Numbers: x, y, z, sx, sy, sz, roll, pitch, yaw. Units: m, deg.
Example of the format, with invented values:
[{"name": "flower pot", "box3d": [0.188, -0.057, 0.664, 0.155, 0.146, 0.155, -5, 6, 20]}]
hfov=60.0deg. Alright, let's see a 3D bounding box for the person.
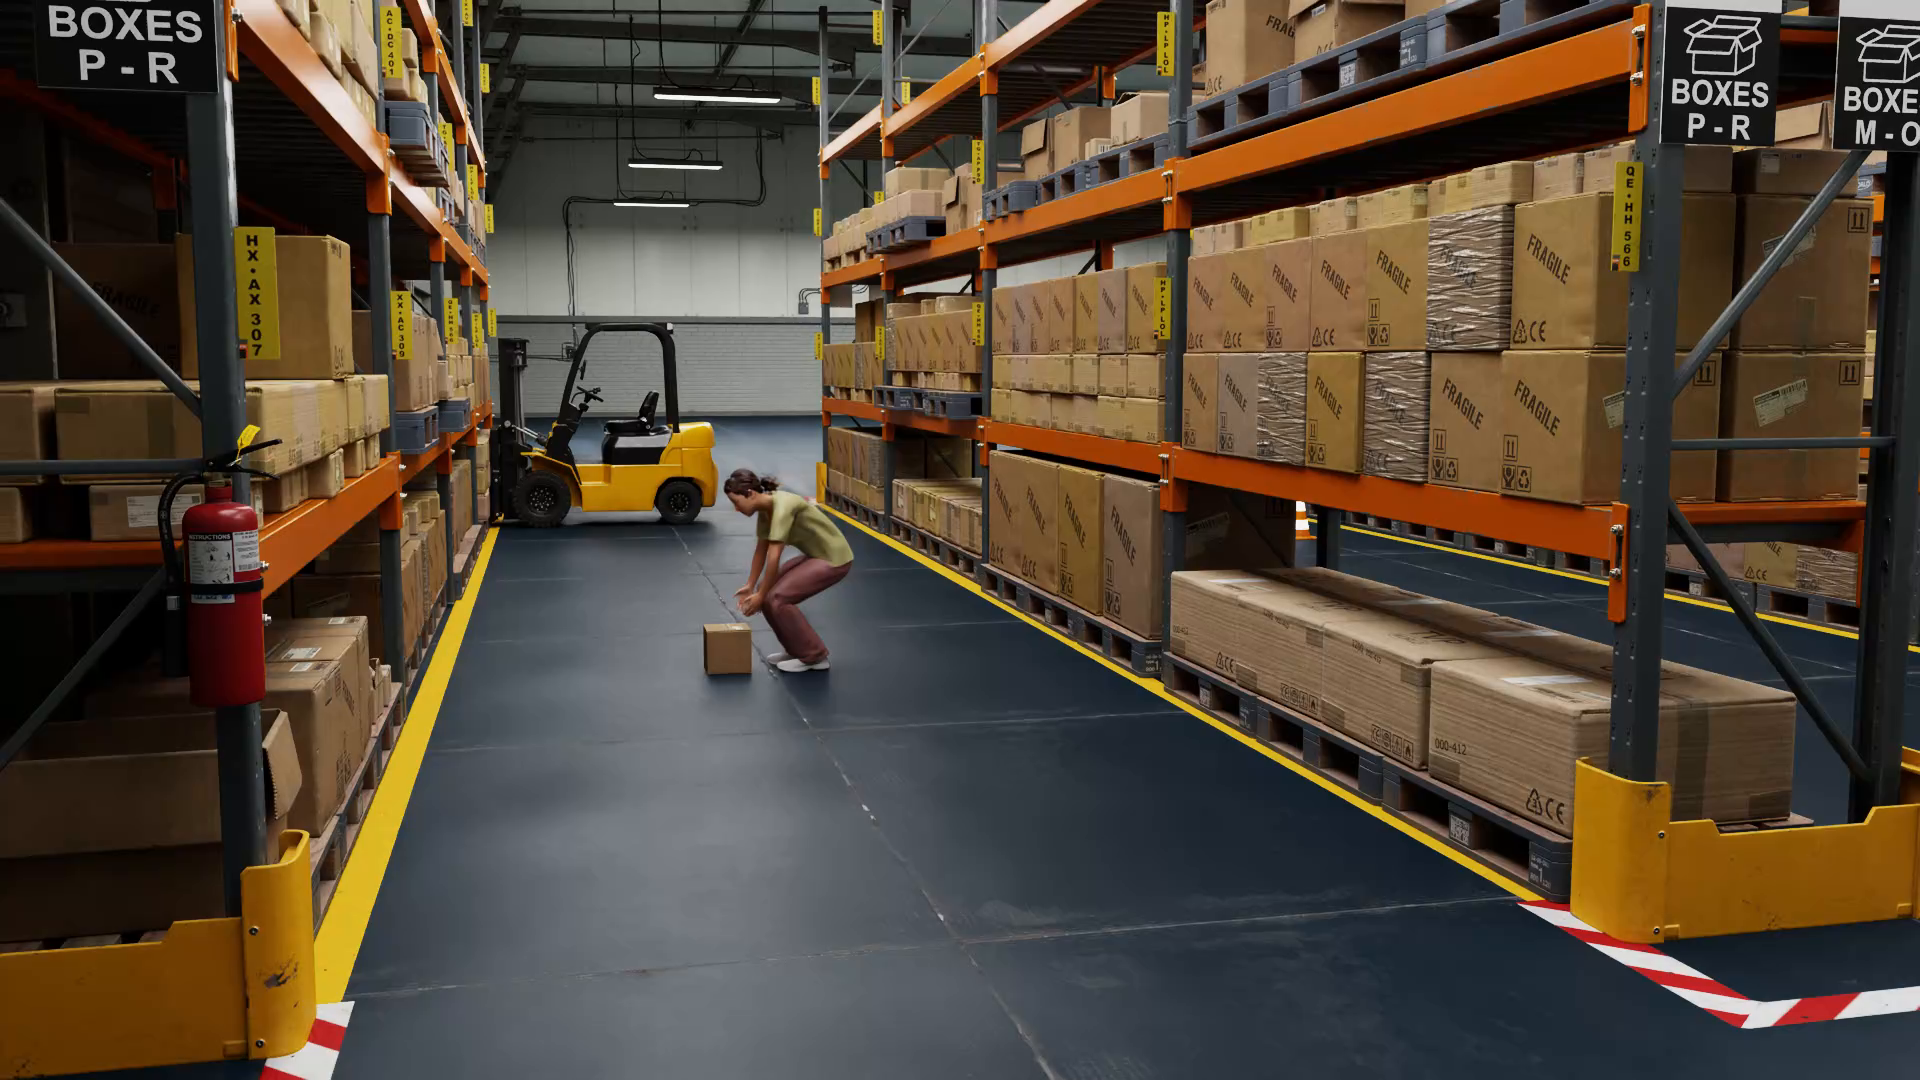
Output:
[{"name": "person", "box3d": [-0.975, 0.167, 9.513, 0.739, 1.159, 0.503, -2, 6, -14]}]
